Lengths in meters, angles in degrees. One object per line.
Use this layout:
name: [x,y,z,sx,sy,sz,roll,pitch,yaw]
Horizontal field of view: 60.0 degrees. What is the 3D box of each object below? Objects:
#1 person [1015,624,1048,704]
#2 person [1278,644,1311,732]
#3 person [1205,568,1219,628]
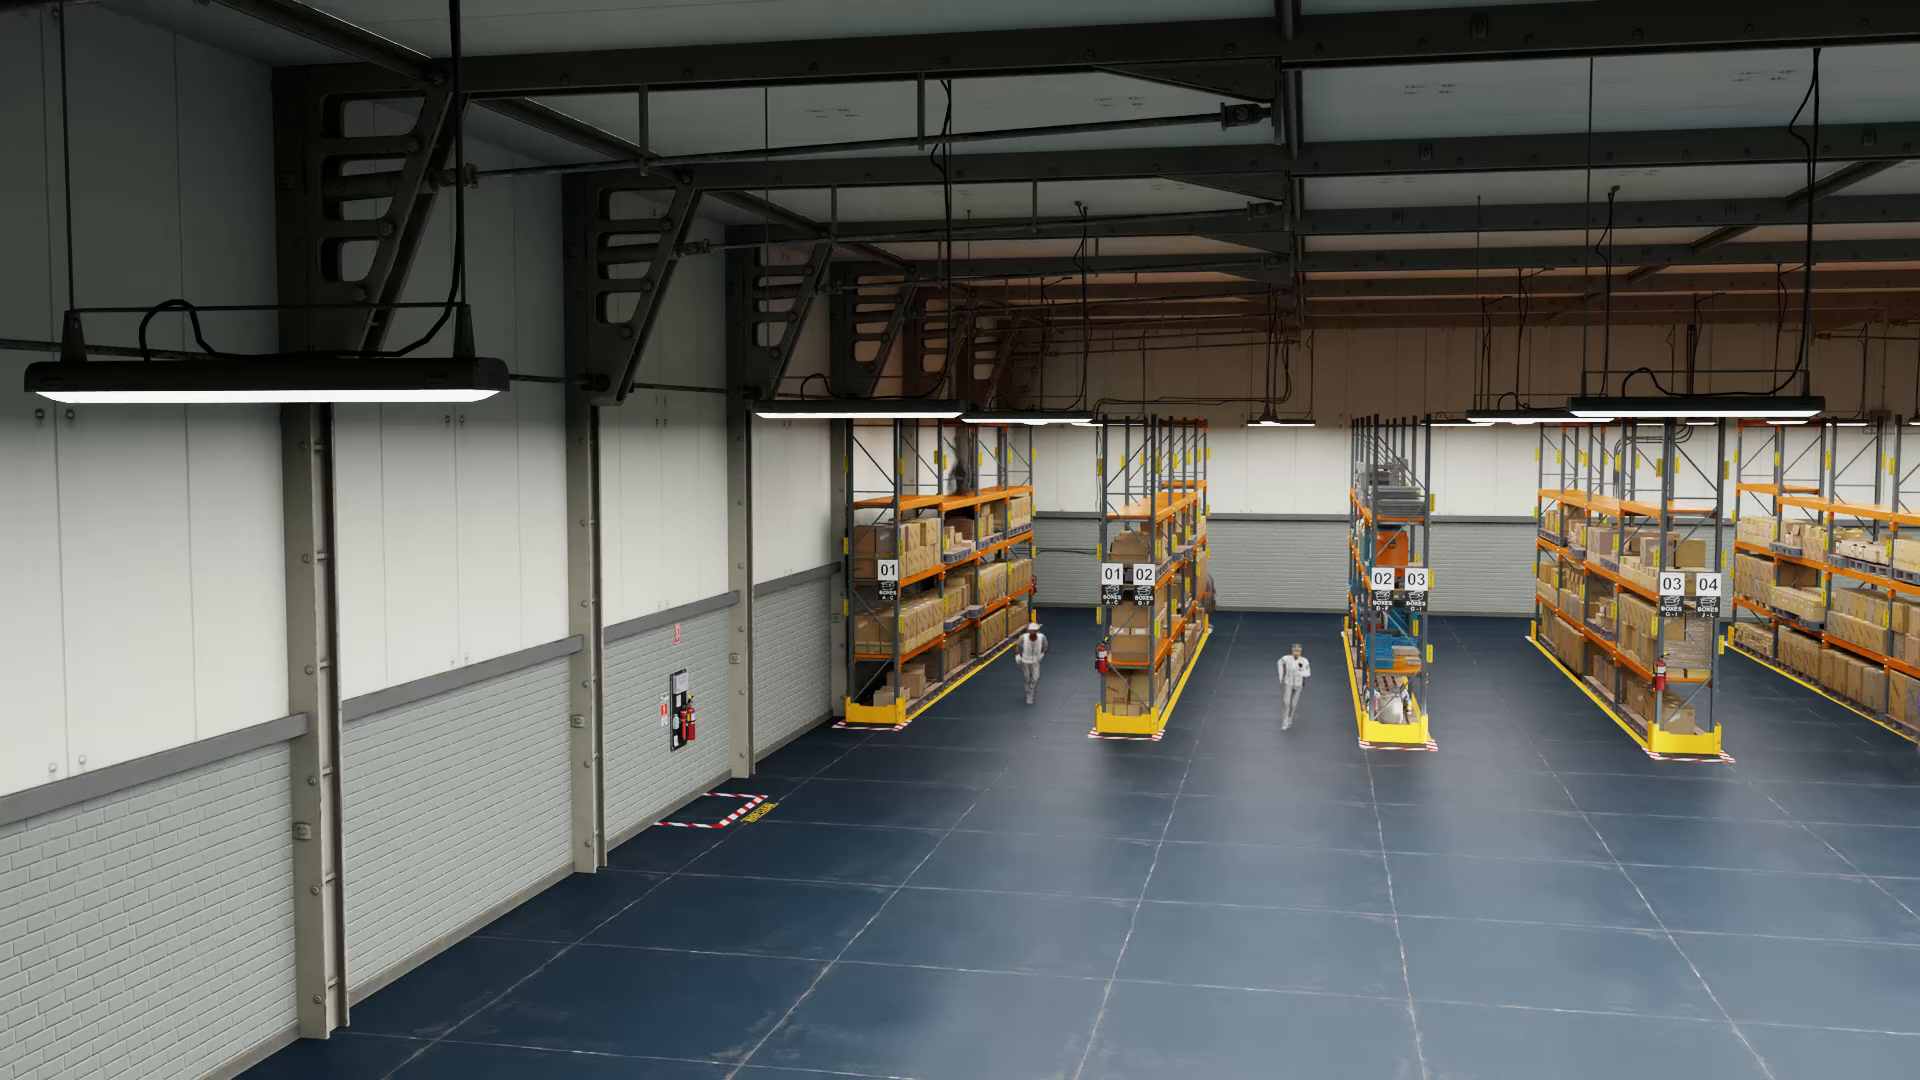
person: [1.500,2.574,34.721,0.674,1.704,0.756,-1,4,-8]
person: [6.373,2.815,31.699,0.605,1.745,0.768,1,4,8]
person: [7.180,1.662,48.123,0.711,1.735,0.636,-3,5,-39]
